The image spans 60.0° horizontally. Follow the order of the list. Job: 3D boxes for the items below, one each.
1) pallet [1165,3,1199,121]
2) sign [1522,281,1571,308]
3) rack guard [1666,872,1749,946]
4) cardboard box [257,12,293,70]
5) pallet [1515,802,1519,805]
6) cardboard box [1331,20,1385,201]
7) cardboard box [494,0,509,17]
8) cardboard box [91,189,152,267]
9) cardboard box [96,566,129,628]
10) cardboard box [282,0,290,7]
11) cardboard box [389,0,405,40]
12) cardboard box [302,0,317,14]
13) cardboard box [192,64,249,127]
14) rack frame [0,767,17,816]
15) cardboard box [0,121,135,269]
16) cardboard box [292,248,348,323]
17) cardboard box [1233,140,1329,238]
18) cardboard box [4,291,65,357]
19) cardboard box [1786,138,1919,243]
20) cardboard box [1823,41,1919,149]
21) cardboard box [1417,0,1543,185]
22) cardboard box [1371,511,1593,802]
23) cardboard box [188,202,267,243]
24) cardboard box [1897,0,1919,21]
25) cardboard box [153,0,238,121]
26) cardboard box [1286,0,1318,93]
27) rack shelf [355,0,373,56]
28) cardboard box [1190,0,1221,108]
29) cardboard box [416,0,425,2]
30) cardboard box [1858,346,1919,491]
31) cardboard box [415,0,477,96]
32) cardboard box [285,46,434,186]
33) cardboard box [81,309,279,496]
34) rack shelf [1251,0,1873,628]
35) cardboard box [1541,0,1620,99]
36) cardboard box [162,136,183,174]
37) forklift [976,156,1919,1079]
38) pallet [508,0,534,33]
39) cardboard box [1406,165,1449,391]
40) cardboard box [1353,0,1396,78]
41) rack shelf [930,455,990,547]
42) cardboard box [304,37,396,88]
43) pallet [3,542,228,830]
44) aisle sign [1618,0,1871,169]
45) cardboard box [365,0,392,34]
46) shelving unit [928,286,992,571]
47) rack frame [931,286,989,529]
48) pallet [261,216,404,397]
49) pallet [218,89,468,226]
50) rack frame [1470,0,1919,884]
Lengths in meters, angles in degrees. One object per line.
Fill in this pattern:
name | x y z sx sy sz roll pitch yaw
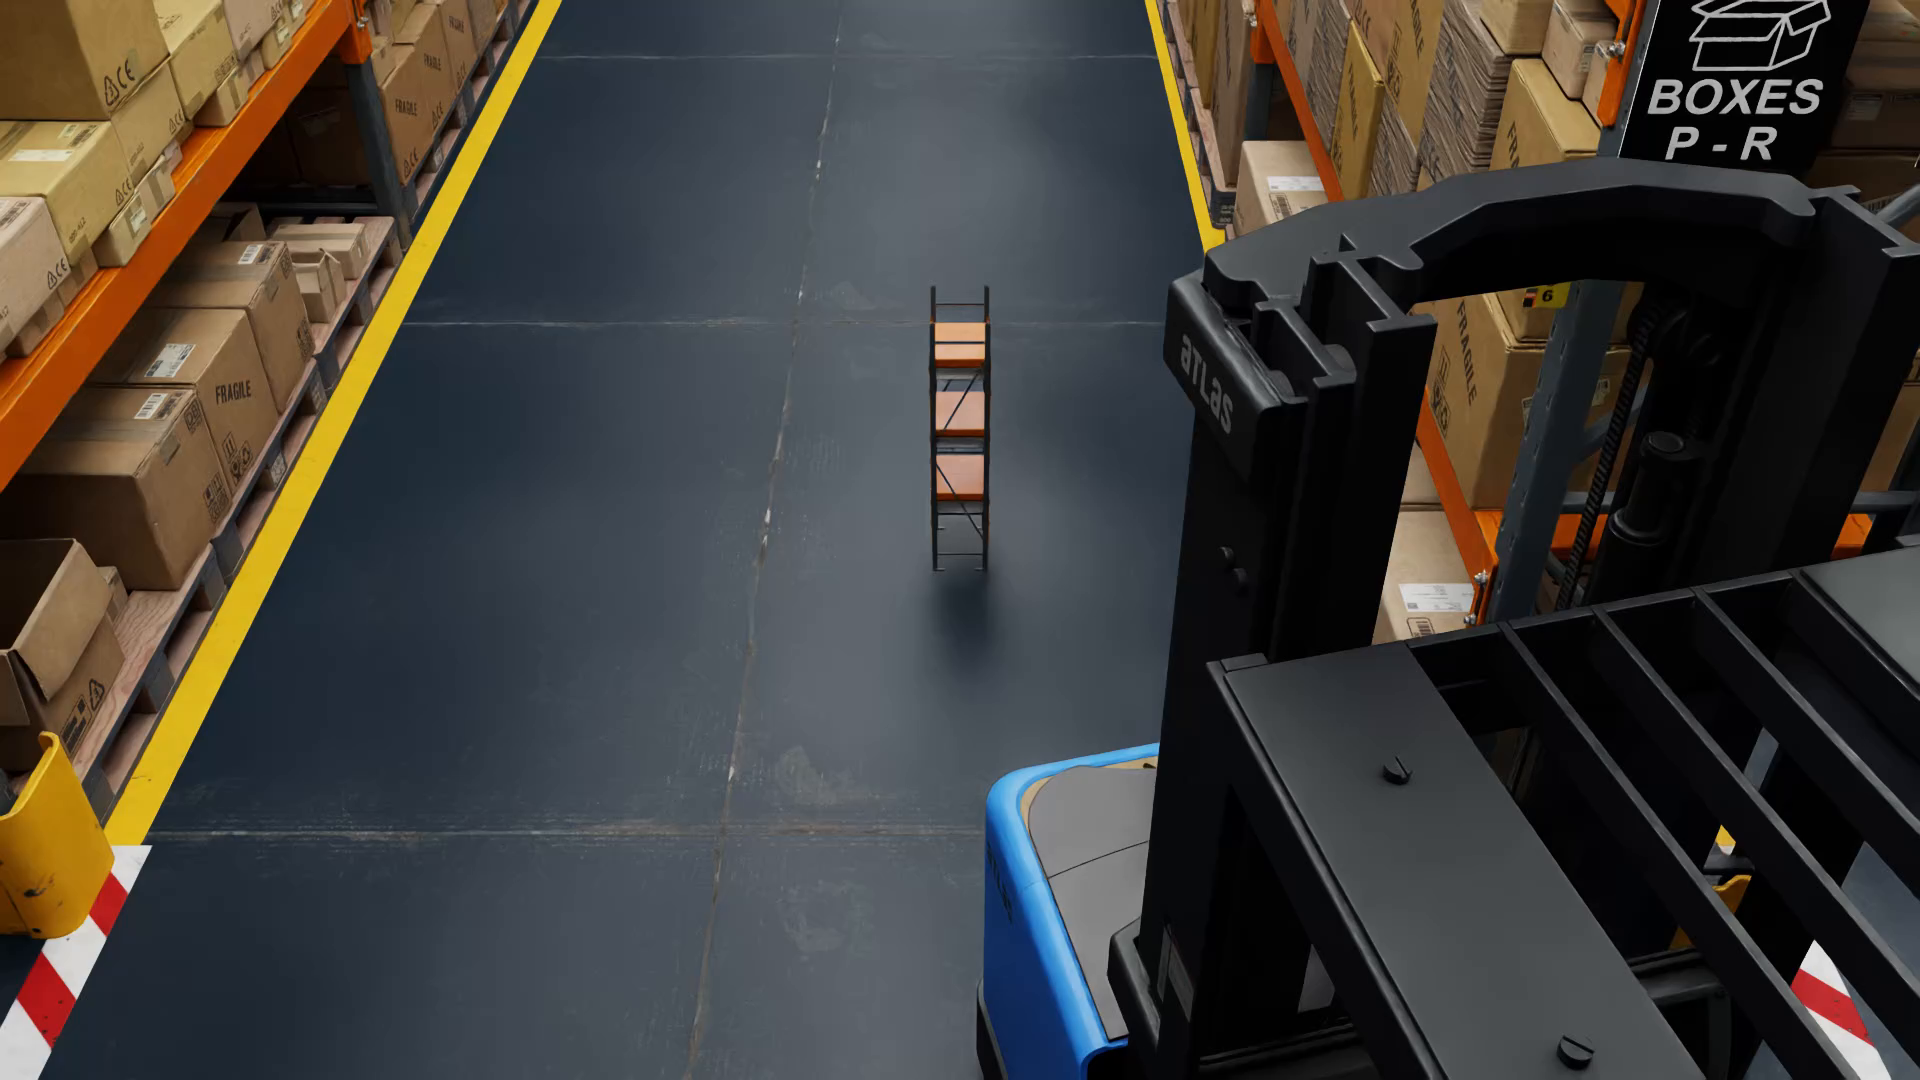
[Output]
pallet | 1.734 -2.743 9.504 1.003 0.211 1.213 0 39 0
sign | 1.277 -0.635 3.529 0.100 0.325 0.005 0 39 0
rack guard | 1.819 0.908 4.717 1.175 0.500 0.348 0 39 0
cardboard box | -2.850 -1.956 6.493 0.380 0.149 0.250 1 39 1
pallet | 1.740 0.506 5.450 1.003 0.211 1.213 0 39 0
cardboard box | 1.544 -1.382 5.495 0.500 0.500 0.500 1 39 1
cardboard box | -2.945 -3.364 9.712 0.500 0.500 0.500 2 39 2
cardboard box | -2.822 -0.990 5.288 0.380 0.149 0.250 -1 39 -1
cardboard box | -3.012 0.224 5.516 0.380 0.149 0.250 -1 39 -2
cardboard box | -2.905 -2.317 6.625 0.500 0.250 0.500 1 39 1
cardboard box | -2.973 -2.578 8.213 0.380 0.149 0.250 -2 39 -2
cardboard box | -2.896 -2.281 6.898 0.380 0.149 0.250 0 39 1
cardboard box | -2.848 -1.632 6.089 0.380 0.149 0.250 -1 39 -1
rack frame | -3.144 -0.077 3.947 1.000 3.000 0.127 0 39 0
cardboard box | -2.880 -1.051 5.044 0.500 0.250 0.500 -1 39 -1
cardboard box | -2.854 -1.104 7.079 0.396 0.266 0.258 1 39 2
cardboard box | 1.708 -1.355 7.256 0.875 0.438 0.875 -1 39 -1
cardboard box | -2.891 -0.666 4.883 0.380 0.149 0.250 1 39 1
cardboard box | 2.103 -0.812 3.985 0.500 0.500 0.500 -1 39 -1
cardboard box | 2.096 -0.987 3.685 0.380 0.149 0.250 1 39 1
cardboard box | 1.551 -1.140 4.394 0.500 0.500 0.500 0 39 0
cardboard box | 1.718 0.341 5.139 0.875 0.438 0.875 -1 39 -2
cardboard box | -3.385 -1.280 7.262 0.500 0.311 0.500 1 39 2
cardboard box | 2.139 -1.314 4.092 0.380 0.149 0.250 1 39 1
cardboard box | -2.902 -1.692 5.845 0.500 0.250 0.500 0 39 0
cardboard box | 1.550 -2.015 6.286 0.500 0.500 0.500 0 39 0
rack shelf | -3.151 -3.548 8.854 1.077 0.370 4.000 0 39 0
cardboard box | 1.725 -2.871 8.798 0.875 0.875 0.875 1 39 1
cardboard box | -2.950 -2.906 8.621 0.380 0.149 0.250 0 39 0
cardboard box | 2.106 -0.422 4.298 0.500 0.500 0.500 0 39 0
cardboard box | -2.931 -2.714 8.902 0.500 0.500 0.500 -1 39 -1
cardboard box | -2.925 -2.069 8.097 0.500 0.500 0.500 2 39 2
cardboard box | -2.913 -0.513 6.155 0.500 0.500 0.500 1 39 1
rack shelf | 1.817 -1.053 5.740 1.077 0.370 4.000 0 39 0
cardboard box | 1.594 -1.148 3.886 0.380 0.149 0.250 1 39 1
cardboard box | -2.912 -1.316 5.694 0.380 0.149 0.250 0 39 0
forklift | 0.907 1.055 2.590 1.130 2.935 3.031 -9 40 -11
pallet | -3.191 -3.524 10.479 1.003 0.211 1.213 0 39 0
cardboard box | 1.568 -0.737 4.691 0.500 0.500 0.500 -1 39 -1
cardboard box | 1.555 -1.764 5.173 0.500 0.500 0.500 0 39 0
rack shelf | 0.000 -0.151 6.060 0.215 0.259 0.240 0 39 0
cardboard box | -2.883 -2.244 7.796 0.380 0.149 0.250 2 39 2
pallet | -3.146 0.465 5.501 1.003 0.211 1.213 0 39 0
aisle sign | 1.509 -1.052 3.085 0.394 0.787 0.004 0 39 0
cardboard box | -2.932 -2.523 7.906 0.380 0.149 0.250 -2 39 -2
shelving unit | 0.000 -0.376 5.880 0.215 1.050 0.252 0 39 0
rack frame | 0.000 -0.453 5.975 0.200 1.050 0.008 0 39 0
pallet | -3.149 -1.060 7.405 1.003 0.211 1.213 0 39 0
pallet | -3.188 -1.999 8.575 1.003 0.211 1.213 0 39 0
rack frame | 1.819 -0.083 3.955 1.000 3.000 0.127 0 39 0
